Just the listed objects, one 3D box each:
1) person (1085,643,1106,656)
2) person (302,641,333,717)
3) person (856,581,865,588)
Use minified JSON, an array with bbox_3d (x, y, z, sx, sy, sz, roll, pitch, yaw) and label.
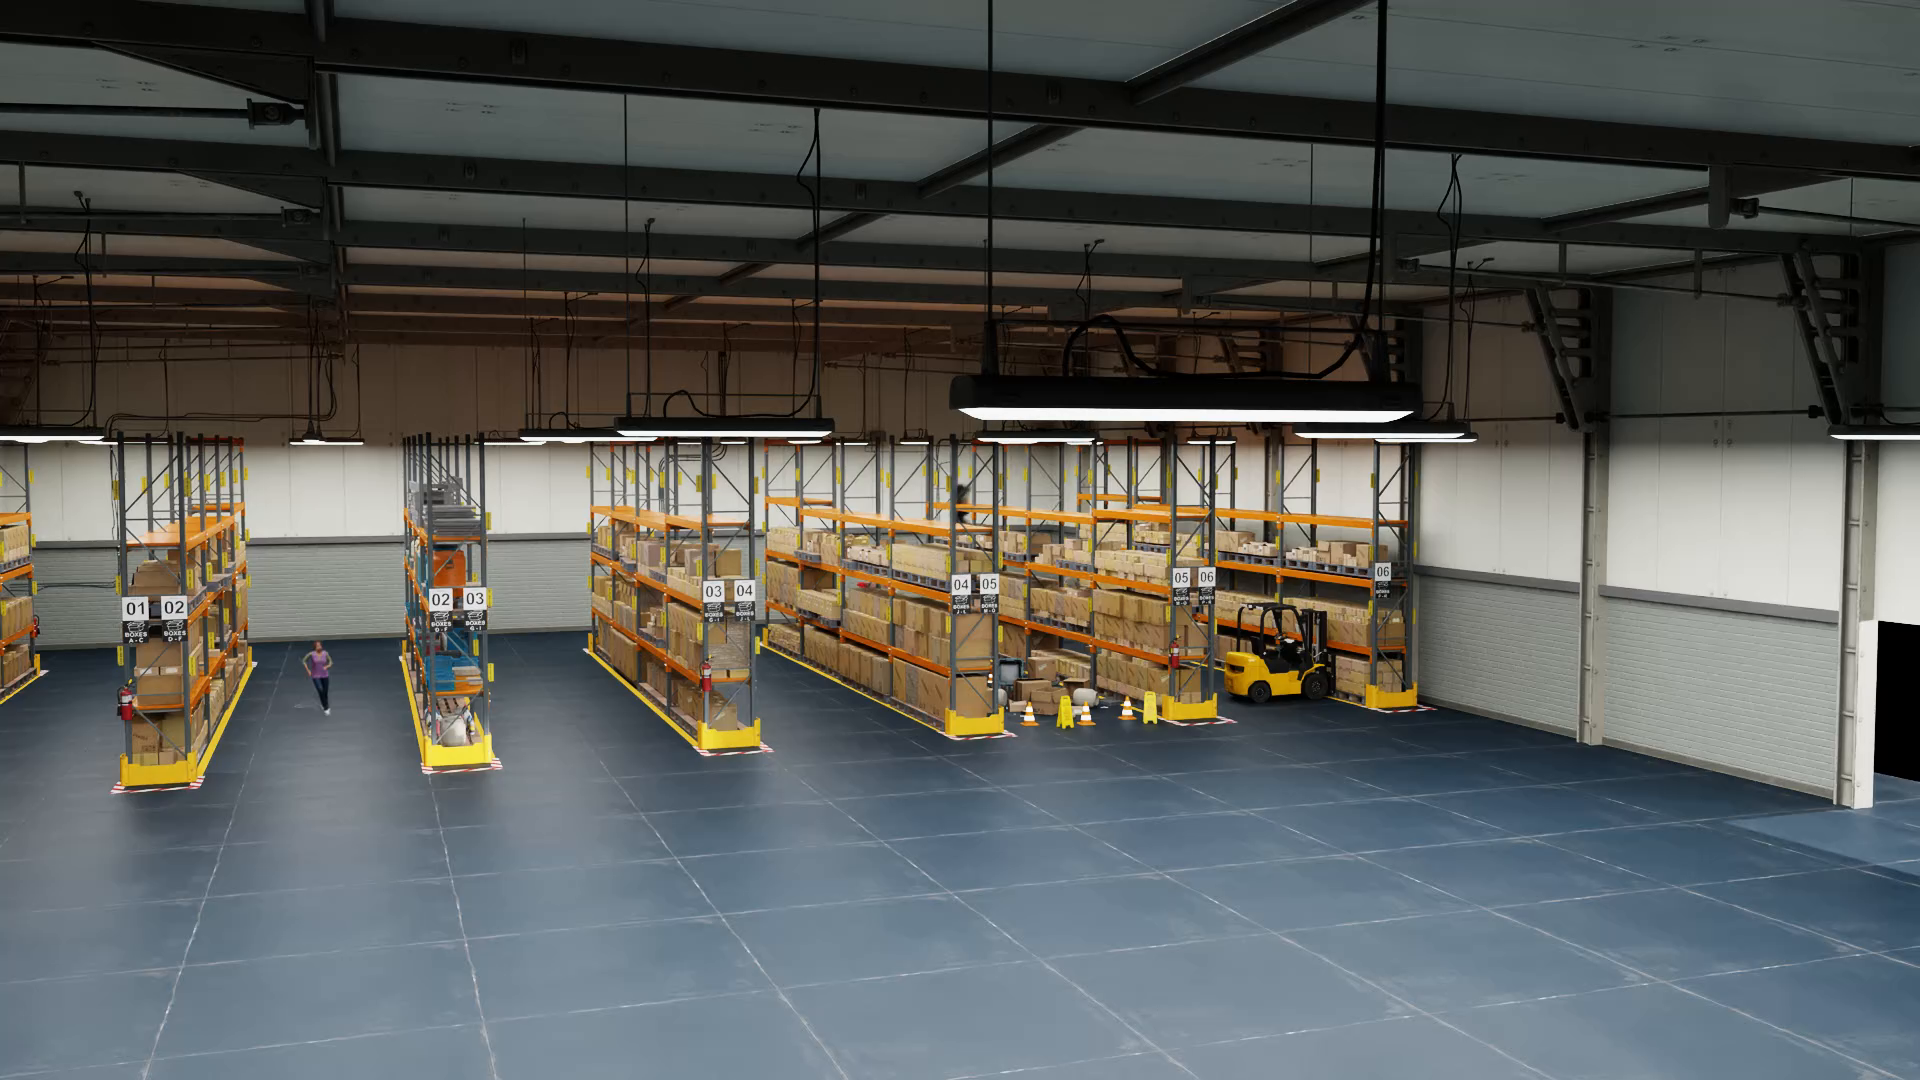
[{"bbox_3d":[3.624,2.402,45.159,0.617,1.620,0.861,-2,4,-27],"label":"person"},{"bbox_3d":[-13.715,2.947,35.564,0.592,1.602,0.810,-2,4,-33],"label":"person"},{"bbox_3d":[-2.806,2.095,49.088,0.709,1.759,0.852,-3,4,-45],"label":"person"}]
